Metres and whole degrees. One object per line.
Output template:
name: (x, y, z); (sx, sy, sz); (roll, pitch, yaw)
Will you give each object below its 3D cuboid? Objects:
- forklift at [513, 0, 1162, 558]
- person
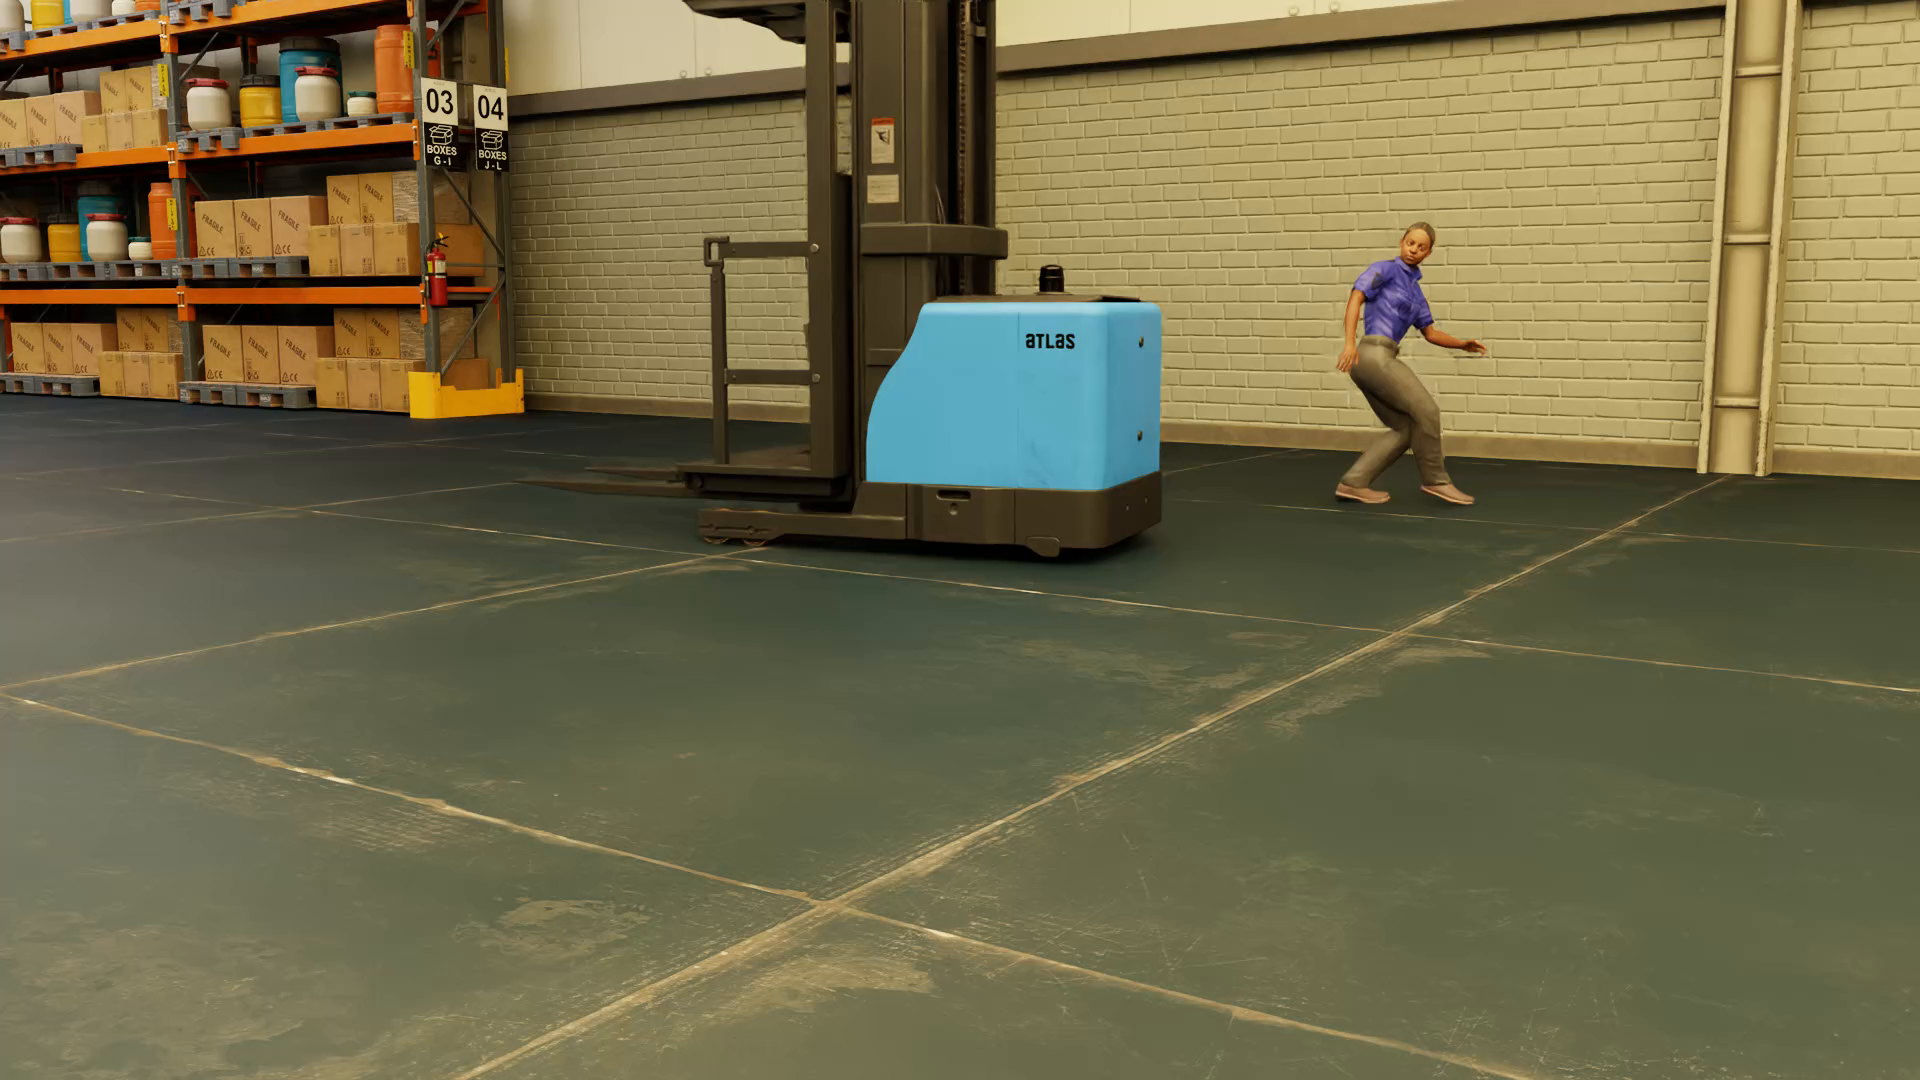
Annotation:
forklift: (-0.639, -1.485, 7.636); (3.031, 2.935, 1.130); (3, 9, 21)
person: (2.386, -0.926, 8.811); (0.763, 1.510, 0.694); (3, 9, 20)
